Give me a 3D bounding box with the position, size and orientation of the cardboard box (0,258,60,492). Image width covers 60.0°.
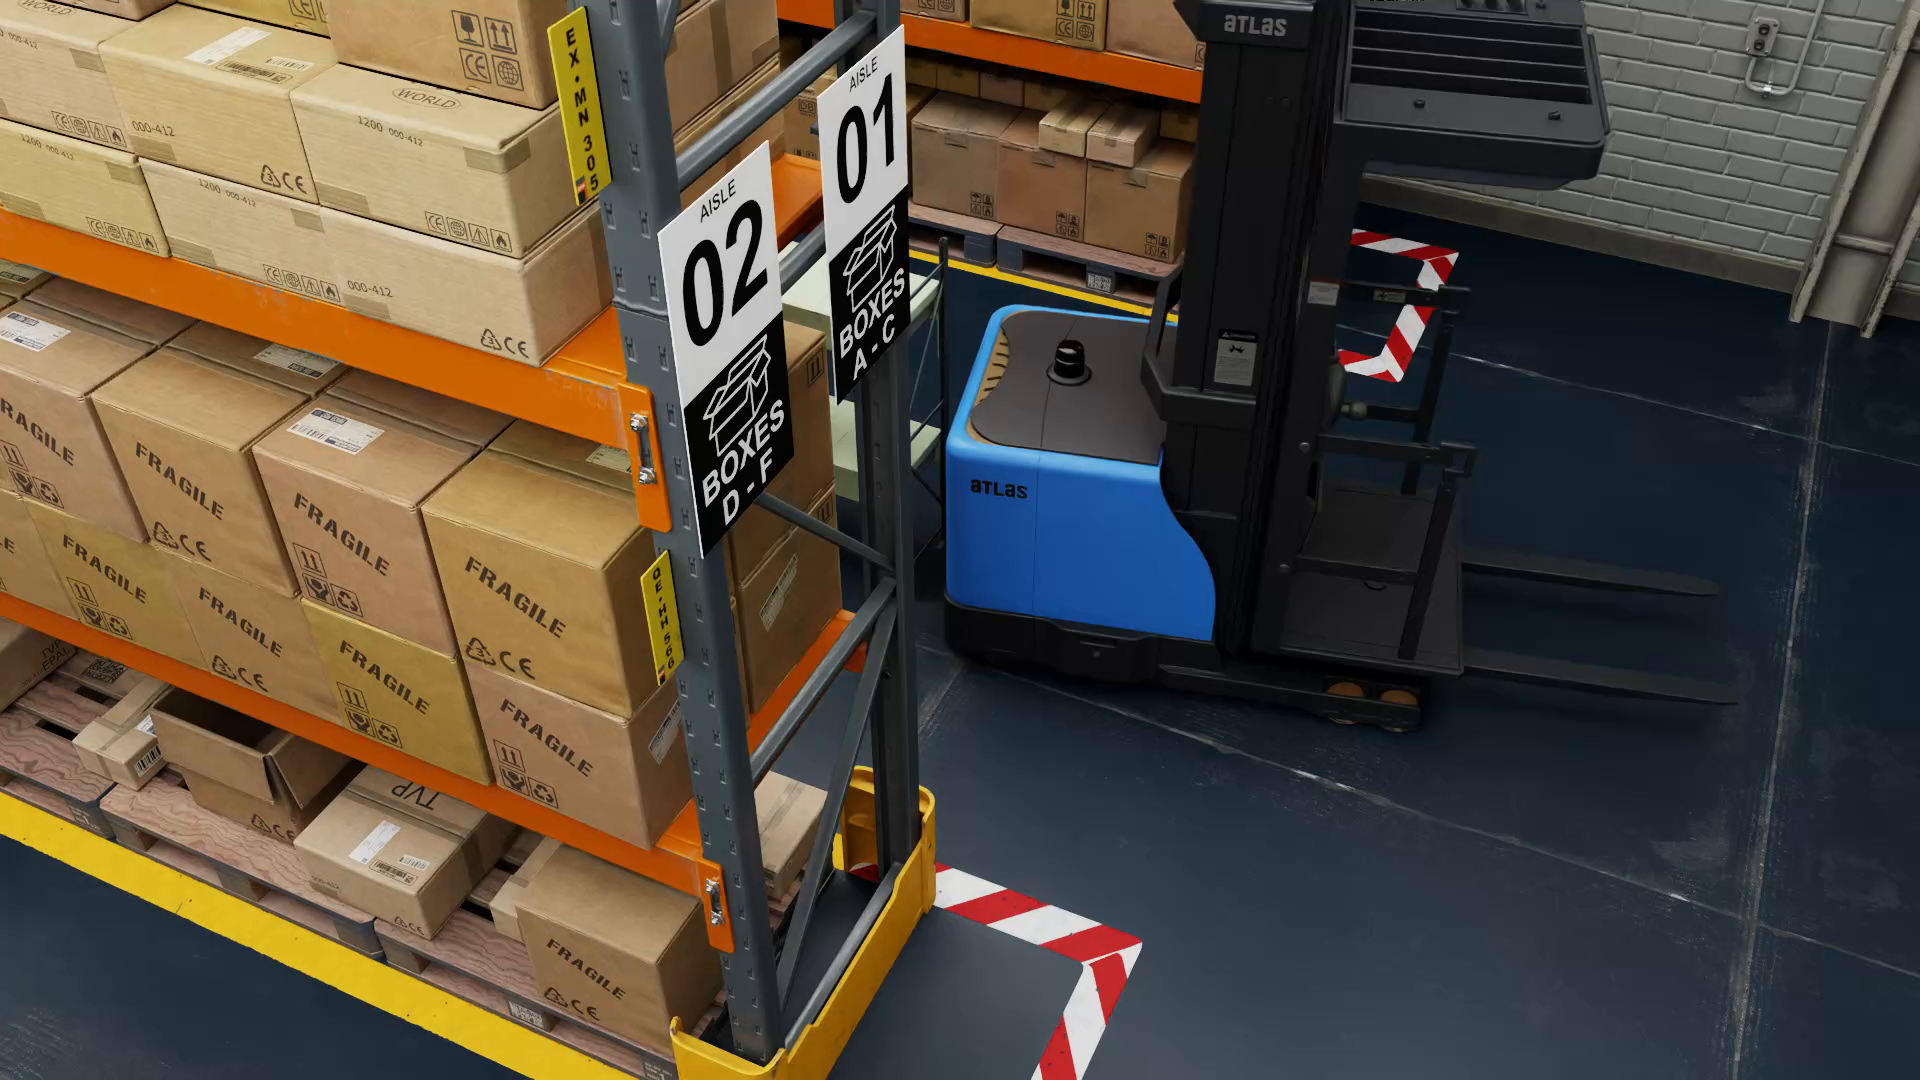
[{"bbox_3d":[-2.779,-0.534,4.736,0.500,0.500,0.500,16,43,17],"label":"cardboard box"}]

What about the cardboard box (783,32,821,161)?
[{"bbox_3d":[-0.841,-2.447,9.371,0.500,0.500,0.700,17,44,18],"label":"cardboard box"}]

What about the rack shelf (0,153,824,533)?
[{"bbox_3d":[-2.208,-1.008,4.382,4.000,0.370,1.077,17,44,19],"label":"rack shelf"}]

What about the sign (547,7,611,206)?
[{"bbox_3d":[-0.648,-0.737,2.844,0.005,0.325,0.100,17,44,19],"label":"sign"}]

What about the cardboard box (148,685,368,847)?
[{"bbox_3d":[-2.316,0.594,5.845,0.637,0.503,0.797,17,44,19],"label":"cardboard box"}]

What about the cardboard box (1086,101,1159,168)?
[{"bbox_3d":[0.825,-2.055,8.424,0.250,0.149,0.380,16,44,18],"label":"cardboard box"}]

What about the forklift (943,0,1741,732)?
[{"bbox_3d":[1.505,-0.751,5.879,3.031,2.935,1.130,8,42,9],"label":"forklift"}]

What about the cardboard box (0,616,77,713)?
[{"bbox_3d":[-3.732,0.394,6.222,0.500,0.311,0.500,17,44,19],"label":"cardboard box"}]

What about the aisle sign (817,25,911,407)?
[{"bbox_3d":[-0.210,-0.731,3.818,0.004,0.787,0.394,17,44,19],"label":"aisle sign"}]

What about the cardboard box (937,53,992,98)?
[{"bbox_3d":[0.067,-2.562,9.008,0.250,0.149,0.380,17,44,19],"label":"cardboard box"}]

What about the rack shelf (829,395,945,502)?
[{"bbox_3d":[-0.471,-0.320,6.972,0.720,0.370,0.431,18,44,20],"label":"rack shelf"}]

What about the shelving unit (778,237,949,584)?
[{"bbox_3d":[-0.471,-0.566,6.758,0.755,1.500,0.431,18,44,20],"label":"shelving unit"}]

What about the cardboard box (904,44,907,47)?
[{"bbox_3d":[-0.397,-2.703,9.171,0.250,0.149,0.380,17,44,19],"label":"cardboard box"}]

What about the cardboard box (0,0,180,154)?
[{"bbox_3d":[-1.874,-1.129,3.705,0.500,0.250,0.500,17,44,19],"label":"cardboard box"}]

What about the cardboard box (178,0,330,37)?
[{"bbox_3d":[-1.285,-1.463,3.518,0.500,0.500,0.700,17,44,19],"label":"cardboard box"}]

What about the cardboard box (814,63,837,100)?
[{"bbox_3d":[-0.589,-2.486,8.920,0.250,0.149,0.380,16,43,17],"label":"cardboard box"}]

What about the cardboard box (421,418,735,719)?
[{"bbox_3d":[-0.915,0.031,4.084,0.500,0.500,0.500,17,44,18],"label":"cardboard box"}]

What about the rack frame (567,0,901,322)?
[{"bbox_3d":[-0.396,-1.860,2.525,0.127,3.000,1.000,17,44,19],"label":"rack frame"}]

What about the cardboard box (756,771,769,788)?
[{"bbox_3d":[-0.856,0.922,5.723,0.250,0.166,0.380,17,44,19],"label":"cardboard box"}]

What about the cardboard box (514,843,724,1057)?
[{"bbox_3d":[-0.993,1.181,5.170,0.500,0.500,0.500,17,44,19],"label":"cardboard box"}]

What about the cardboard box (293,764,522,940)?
[{"bbox_3d":[-1.841,0.995,5.576,0.500,0.250,0.500,17,44,19],"label":"cardboard box"}]

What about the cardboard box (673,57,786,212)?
[{"bbox_3d":[-0.754,-0.963,3.895,0.500,0.250,0.500,17,44,19],"label":"cardboard box"}]

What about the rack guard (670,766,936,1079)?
[{"bbox_3d":[-0.465,1.331,5.333,0.348,0.500,1.175,17,44,19],"label":"rack guard"}]

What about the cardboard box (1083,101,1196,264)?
[{"bbox_3d":[1.019,-1.883,8.720,0.500,0.500,0.700,17,44,19],"label":"cardboard box"}]

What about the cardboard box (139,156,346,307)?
[{"bbox_3d":[-1.421,-0.801,3.708,0.500,0.250,0.500,17,44,19],"label":"cardboard box"}]

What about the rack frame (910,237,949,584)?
[{"bbox_3d":[-0.144,-0.459,6.634,0.023,1.500,0.400,18,44,20],"label":"rack frame"}]

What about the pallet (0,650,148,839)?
[{"bbox_3d":[-3.399,0.544,6.461,1.213,0.211,1.003,17,44,19],"label":"pallet"}]

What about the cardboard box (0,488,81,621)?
[{"bbox_3d":[-2.756,-0.156,5.063,0.500,0.500,0.500,17,44,18],"label":"cardboard box"}]

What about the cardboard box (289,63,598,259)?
[{"bbox_3d":[-0.969,-0.850,3.383,0.500,0.250,0.500,17,44,19],"label":"cardboard box"}]

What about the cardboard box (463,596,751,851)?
[{"bbox_3d":[-0.917,0.407,4.414,0.500,0.500,0.500,18,44,20],"label":"cardboard box"}]

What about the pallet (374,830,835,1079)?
[{"bbox_3d":[-1.187,1.220,5.682,1.213,0.211,1.003,17,44,19],"label":"pallet"}]

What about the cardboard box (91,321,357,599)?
[{"bbox_3d":[-1.845,-0.249,4.407,0.500,0.500,0.500,18,44,20],"label":"cardboard box"}]

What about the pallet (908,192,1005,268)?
[{"bbox_3d":[-0.164,-1.994,9.390,1.213,0.211,1.003,17,44,19],"label":"pallet"}]

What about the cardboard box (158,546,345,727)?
[{"bbox_3d":[-1.838,0.124,4.741,0.500,0.500,0.500,17,44,19],"label":"cardboard box"}]

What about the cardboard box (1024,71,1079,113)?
[{"bbox_3d":[0.531,-2.421,8.846,0.250,0.149,0.380,17,44,19],"label":"cardboard box"}]

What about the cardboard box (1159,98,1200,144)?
[{"bbox_3d":[1.217,-2.212,8.605,0.250,0.149,0.380,17,44,19],"label":"cardboard box"}]

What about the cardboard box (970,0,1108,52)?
[{"bbox_3d":[0.565,-2.978,8.166,0.700,0.700,0.980,17,44,18],"label":"cardboard box"}]

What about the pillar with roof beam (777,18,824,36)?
[{"bbox_3d":[-2.750,-3.673,4.617,0.400,9.000,9.100,17,44,19],"label":"pillar with roof beam"}]

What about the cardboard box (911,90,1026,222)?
[{"bbox_3d":[0.109,-2.160,9.040,0.500,0.500,0.700,16,43,17],"label":"cardboard box"}]

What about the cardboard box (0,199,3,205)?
[{"bbox_3d":[-2.326,-1.079,4.029,0.500,0.250,0.500,17,44,19],"label":"cardboard box"}]
